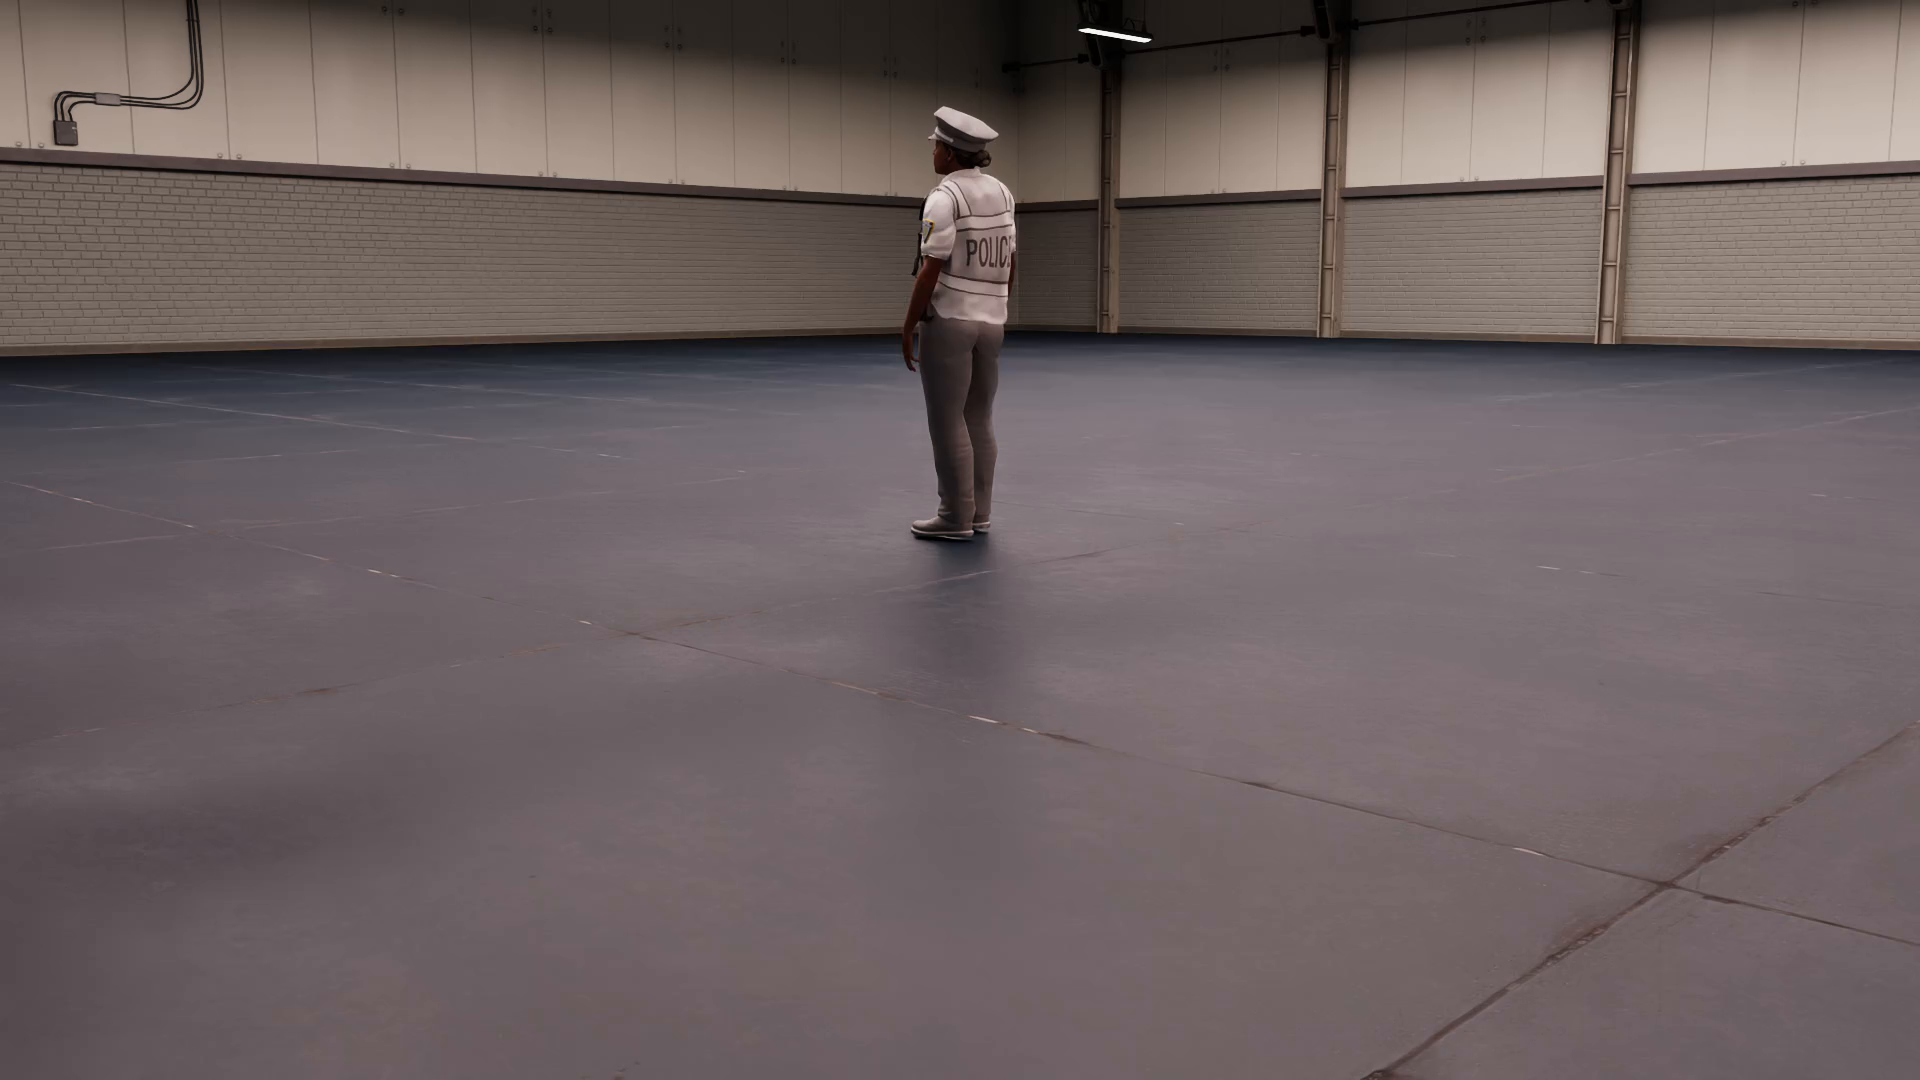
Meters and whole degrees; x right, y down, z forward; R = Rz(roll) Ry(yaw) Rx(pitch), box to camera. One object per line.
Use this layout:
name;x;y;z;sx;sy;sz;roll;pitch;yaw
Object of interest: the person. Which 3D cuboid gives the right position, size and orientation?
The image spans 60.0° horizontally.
person;-0.040;-0.855;6.656;0.530;1.695;0.569;8;12;43
